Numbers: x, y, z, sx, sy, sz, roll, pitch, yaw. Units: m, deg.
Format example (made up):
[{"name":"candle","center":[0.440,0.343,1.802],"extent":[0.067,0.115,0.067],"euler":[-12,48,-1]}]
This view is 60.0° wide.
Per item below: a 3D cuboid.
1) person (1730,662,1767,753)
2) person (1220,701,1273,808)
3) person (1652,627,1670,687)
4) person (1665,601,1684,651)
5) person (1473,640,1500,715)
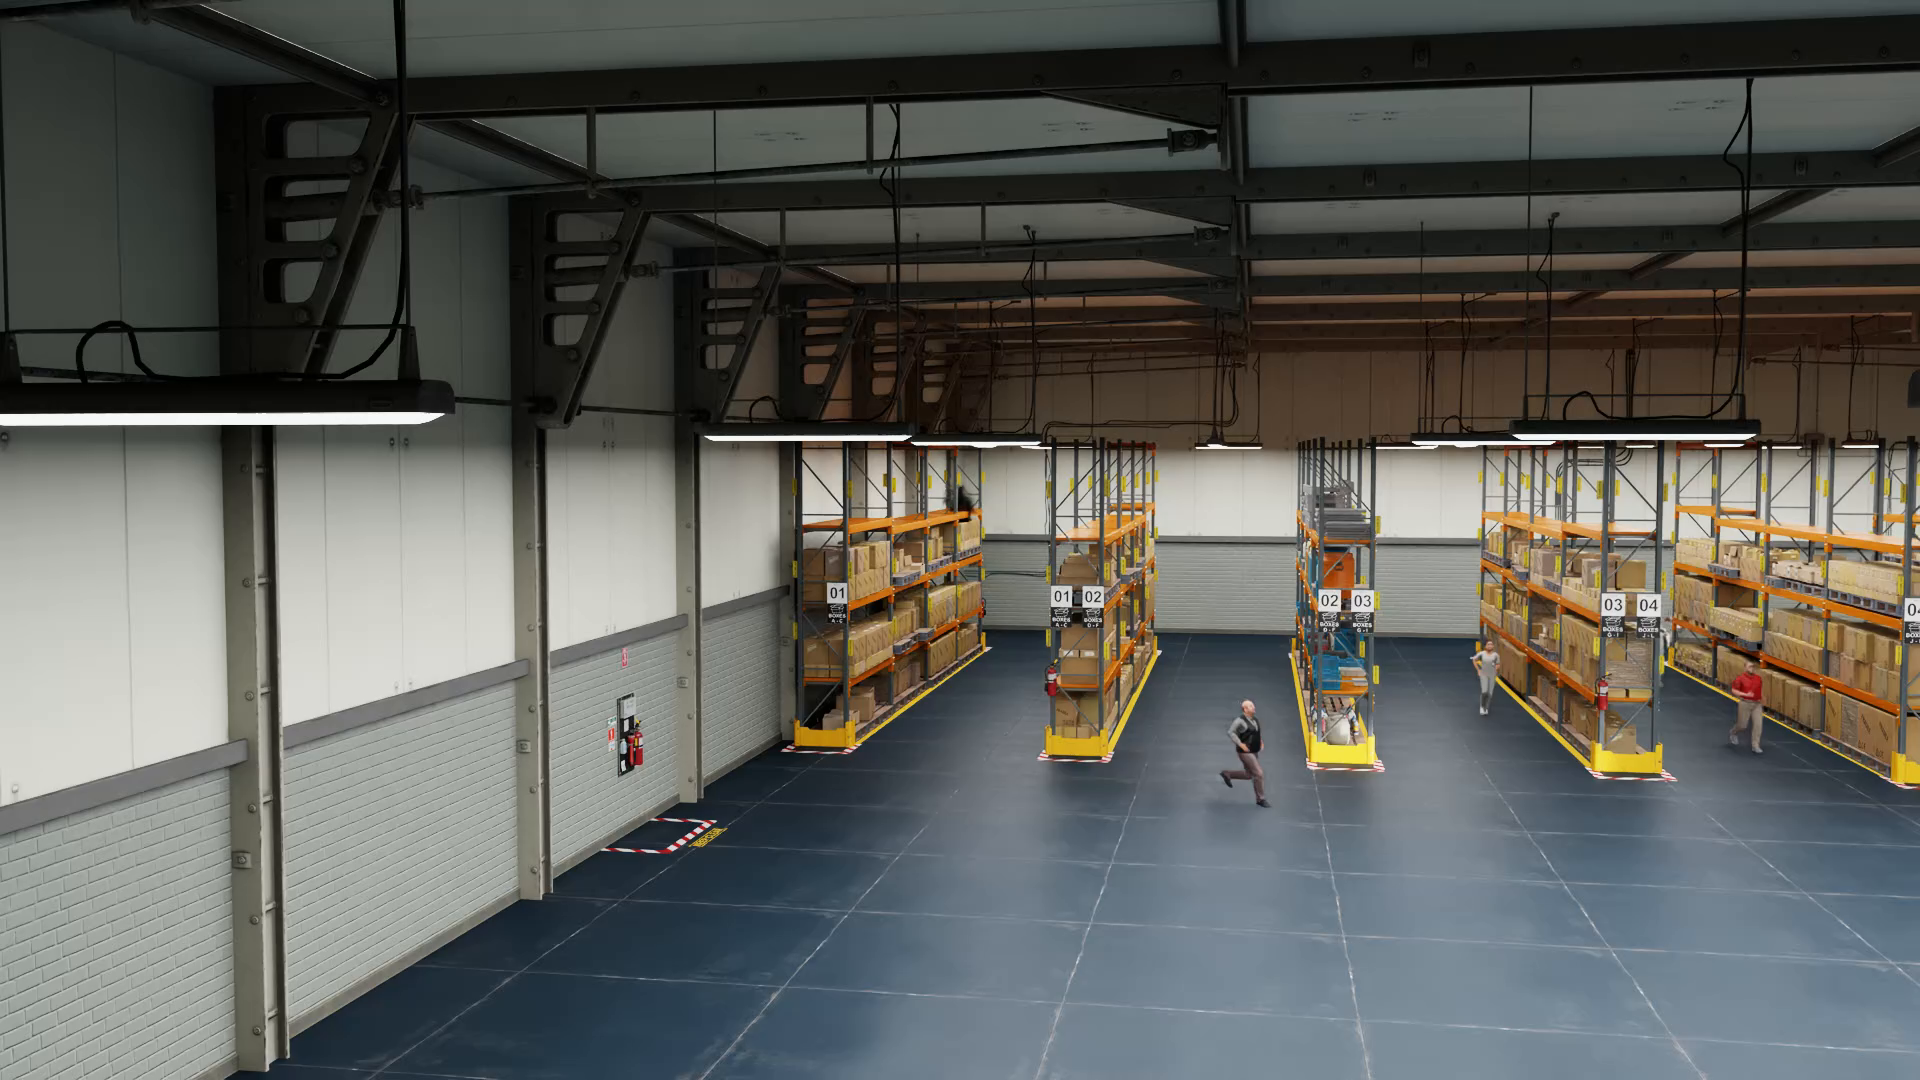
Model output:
[{"name":"person","center":[15.120,3.181,31.865],"extent":[0.675,1.695,0.897],"euler":[0,3,-2]},{"name":"person","center":[4.661,3.468,27.088],"extent":[0.994,1.718,0.640],"euler":[2,4,36]},{"name":"person","center":[17.150,2.710,40.905],"extent":[0.620,1.703,0.929],"euler":[1,3,17]},{"name":"person","center":[19.655,2.421,45.676],"extent":[0.596,1.747,0.776],"euler":[0,3,2]},{"name":"person","center":[11.444,2.983,36.061],"extent":[0.539,1.650,0.651],"euler":[0,3,5]}]
